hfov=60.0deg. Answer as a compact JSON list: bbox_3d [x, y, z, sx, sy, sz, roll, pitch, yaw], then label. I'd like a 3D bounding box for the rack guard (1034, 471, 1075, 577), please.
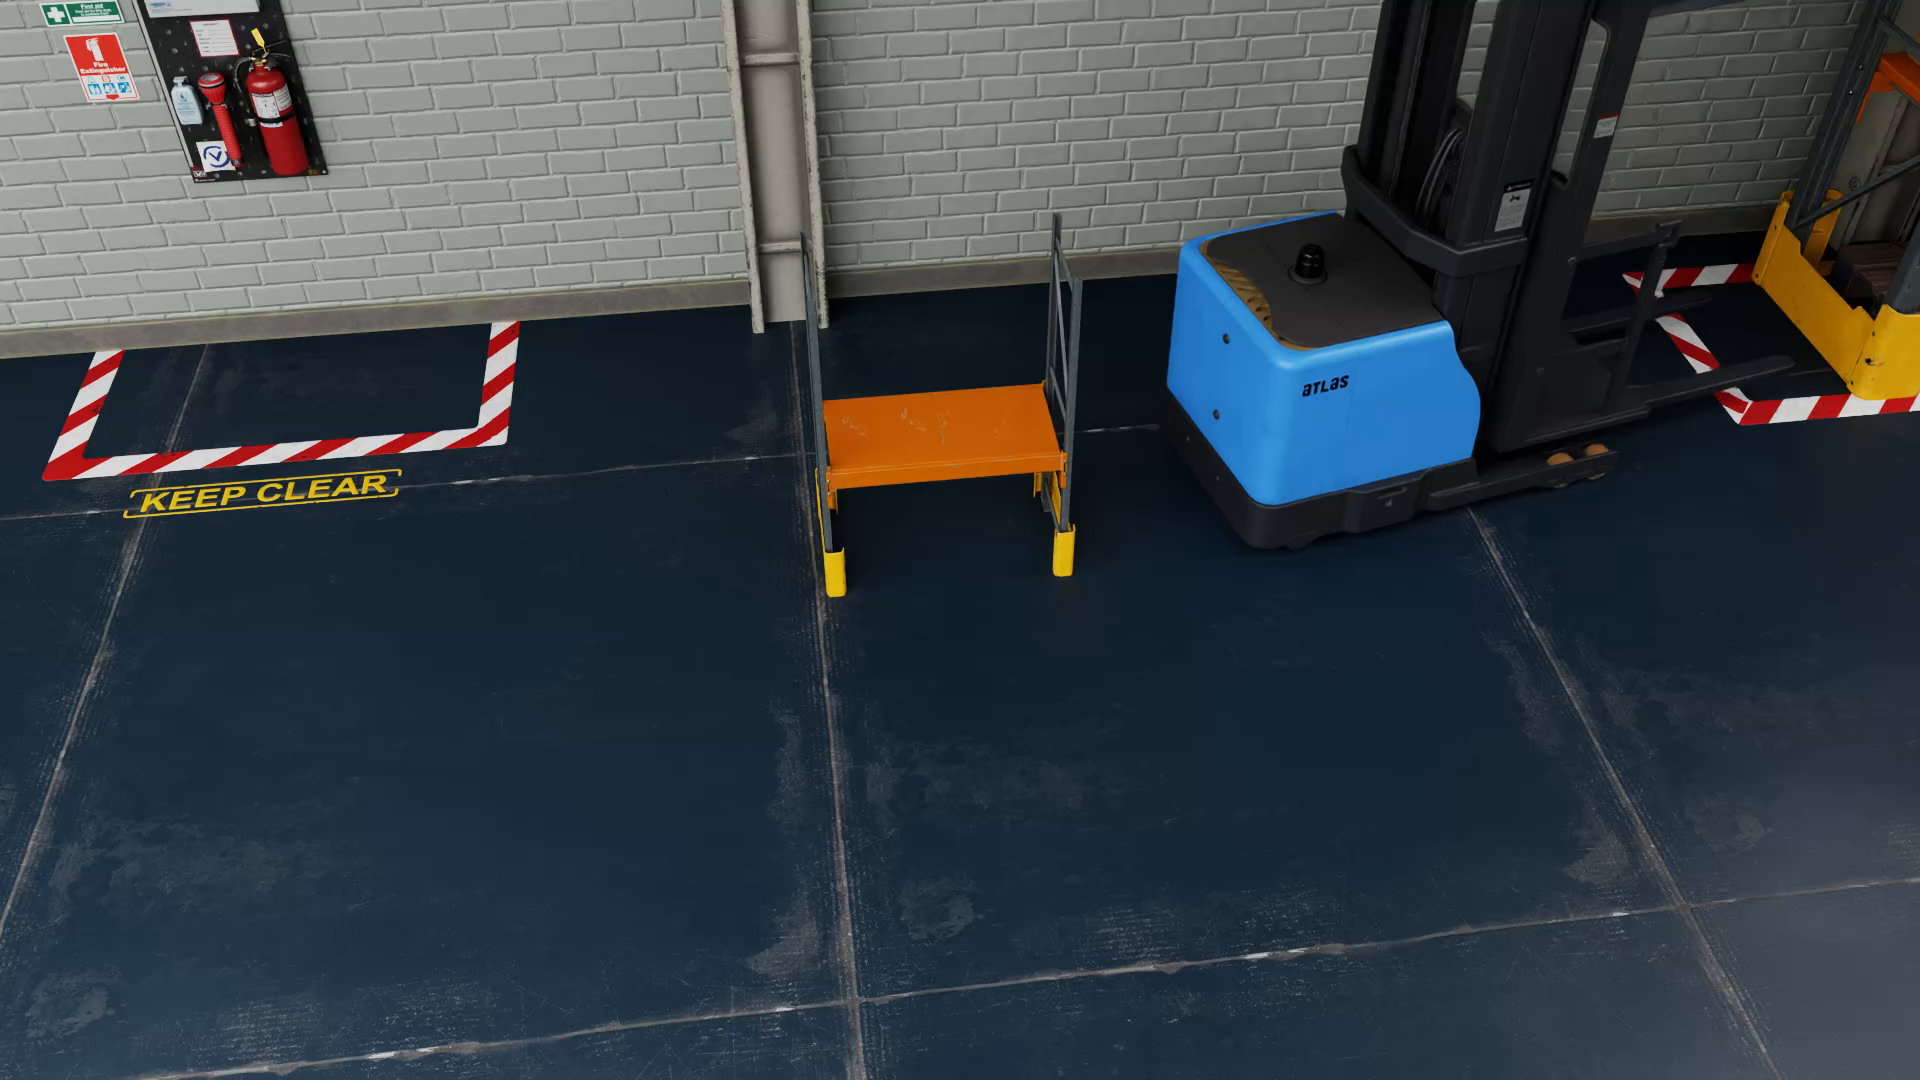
[{"bbox_3d":[0.418,-0.129,7.422,0.087,0.250,0.587,-5,42,-6],"label":"rack guard"}]

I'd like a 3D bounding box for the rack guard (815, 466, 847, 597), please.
[{"bbox_3d":[-0.569,-0.043,7.326,0.087,0.250,0.587,-5,42,-6],"label":"rack guard"}]

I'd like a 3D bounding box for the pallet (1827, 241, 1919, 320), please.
[{"bbox_3d":[5.355,-1.214,8.654,1.213,0.211,1.003,-5,42,-6],"label":"pallet"}]

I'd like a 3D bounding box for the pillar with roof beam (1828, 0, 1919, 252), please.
[{"bbox_3d":[5.609,-2.200,3.185,0.400,9.000,9.100,-5,42,-6],"label":"pillar with roof beam"}]

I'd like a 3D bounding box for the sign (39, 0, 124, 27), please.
[{"bbox_3d":[-3.910,-2.346,7.404,0.331,0.109,0.001,-5,42,-6],"label":"sign"}]

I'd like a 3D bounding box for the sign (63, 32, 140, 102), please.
[{"bbox_3d":[-3.915,-2.155,7.588,0.234,0.329,0.001,-5,42,-6],"label":"sign"}]

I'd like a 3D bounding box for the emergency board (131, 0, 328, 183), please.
[{"bbox_3d":[-3.354,-2.121,7.577,0.643,1.169,0.194,-5,42,-6],"label":"emergency board"}]

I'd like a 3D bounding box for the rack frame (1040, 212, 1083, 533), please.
[{"bbox_3d":[0.419,-0.594,7.004,0.032,1.500,0.500,-5,42,-6],"label":"rack frame"}]

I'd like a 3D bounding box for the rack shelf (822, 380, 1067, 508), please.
[{"bbox_3d":[-0.085,-0.416,7.075,1.000,0.185,0.538,-5,42,-6],"label":"rack shelf"}]

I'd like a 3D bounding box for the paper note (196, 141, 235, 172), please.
[{"bbox_3d":[-3.538,-1.824,7.906,0.142,0.148,0.016,-5,42,-6],"label":"paper note"}]

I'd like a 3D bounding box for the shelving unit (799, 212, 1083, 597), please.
[{"bbox_3d":[-0.076,-0.550,6.955,1.083,1.500,0.587,-5,42,-6],"label":"shelving unit"}]

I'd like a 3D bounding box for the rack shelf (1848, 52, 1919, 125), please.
[{"bbox_3d":[6.452,-2.102,8.094,4.000,0.370,1.077,-5,42,-6],"label":"rack shelf"}]

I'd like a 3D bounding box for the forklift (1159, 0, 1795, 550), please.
[{"bbox_3d":[2.529,-1.649,7.105,3.031,2.935,1.130,-14,44,-15],"label":"forklift"}]

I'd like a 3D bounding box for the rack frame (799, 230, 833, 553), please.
[{"bbox_3d":[-0.589,-0.505,6.906,0.032,1.500,0.500,-5,42,-6],"label":"rack frame"}]

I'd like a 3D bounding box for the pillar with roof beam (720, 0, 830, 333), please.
[{"bbox_3d":[-0.340,-1.679,2.608,0.400,9.000,9.100,-5,42,-6],"label":"pillar with roof beam"}]

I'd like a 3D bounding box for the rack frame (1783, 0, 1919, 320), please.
[{"bbox_3d":[4.469,-2.196,7.660,0.127,3.000,1.000,-5,42,-6],"label":"rack frame"}]

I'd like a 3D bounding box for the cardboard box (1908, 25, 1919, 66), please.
[{"bbox_3d":[4.907,-2.317,7.891,0.500,0.250,0.500,-4,42,-5],"label":"cardboard box"}]

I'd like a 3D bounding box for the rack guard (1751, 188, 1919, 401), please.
[{"bbox_3d":[4.544,-1.274,8.505,0.348,0.500,1.175,-5,42,-6],"label":"rack guard"}]
